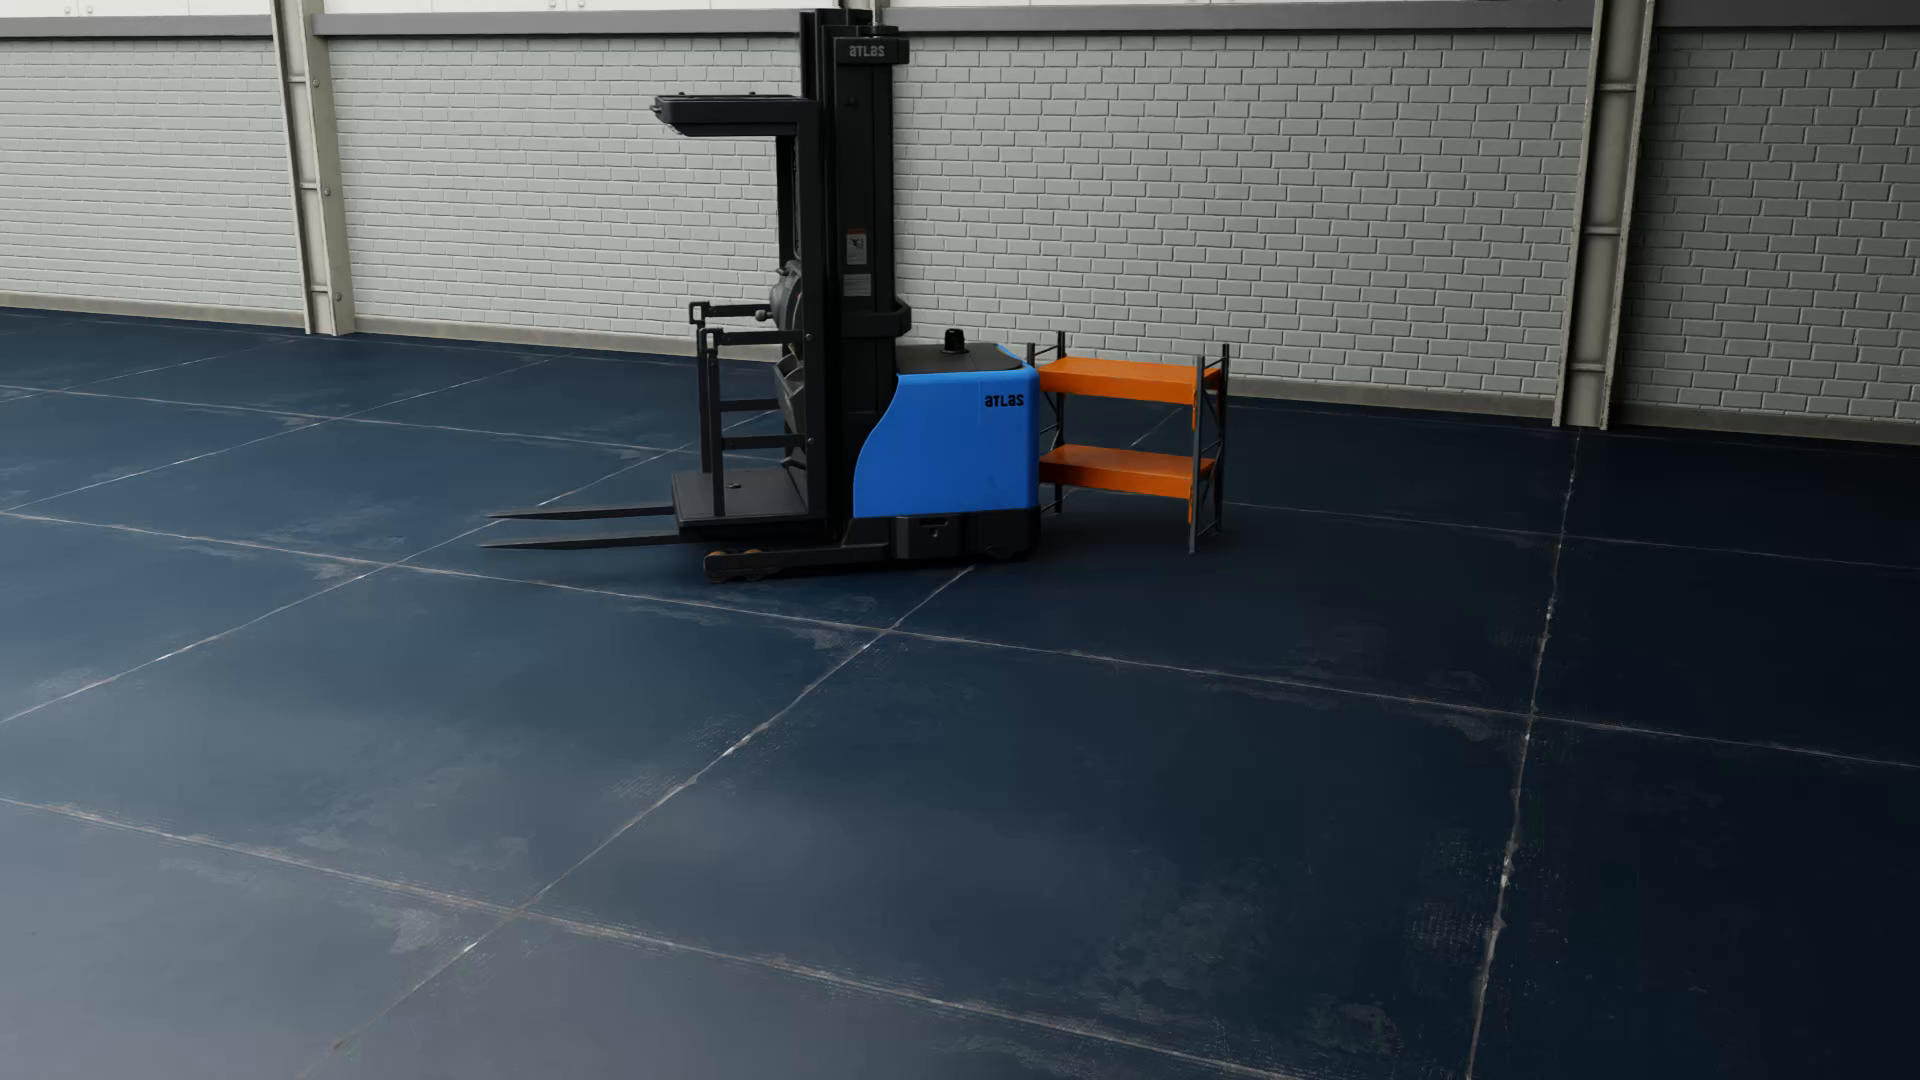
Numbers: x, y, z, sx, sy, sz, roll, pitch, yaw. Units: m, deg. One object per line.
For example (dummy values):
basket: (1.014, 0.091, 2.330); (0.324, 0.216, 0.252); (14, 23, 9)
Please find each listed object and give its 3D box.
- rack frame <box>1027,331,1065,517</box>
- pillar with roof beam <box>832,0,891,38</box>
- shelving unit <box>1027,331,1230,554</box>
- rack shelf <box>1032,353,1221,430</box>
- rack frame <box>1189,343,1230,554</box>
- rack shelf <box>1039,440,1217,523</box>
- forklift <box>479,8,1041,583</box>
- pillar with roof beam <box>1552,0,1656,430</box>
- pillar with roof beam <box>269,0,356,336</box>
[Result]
rack frame: (0.506, -0.648, 9.888); (0.032, 1.125, 0.500); (8, 18, 25)
pillar with roof beam: (-2.408, -4.708, 9.749); (0.400, 9.000, 9.100); (6, 17, 21)
shelving unit: (0.963, -0.586, 9.674); (1.048, 1.125, 0.538); (8, 18, 25)
rack shelf: (0.963, -0.867, 9.592); (1.000, 0.278, 0.538); (8, 18, 25)
rack frame: (1.420, -0.524, 9.460); (0.032, 1.125, 0.500); (8, 18, 25)
rack shelf: (0.963, -0.351, 9.742); (1.000, 0.278, 0.538); (8, 18, 25)
forklift: (-1.122, -1.341, 9.035); (3.031, 2.935, 1.130); (-3, 17, -12)
pillar with roof beam: (3.173, -4.094, 7.635); (0.400, 9.000, 9.100); (6, 17, 21)
pillar with roof beam: (-7.990, -5.322, 11.864); (0.400, 9.000, 9.100); (6, 17, 21)
